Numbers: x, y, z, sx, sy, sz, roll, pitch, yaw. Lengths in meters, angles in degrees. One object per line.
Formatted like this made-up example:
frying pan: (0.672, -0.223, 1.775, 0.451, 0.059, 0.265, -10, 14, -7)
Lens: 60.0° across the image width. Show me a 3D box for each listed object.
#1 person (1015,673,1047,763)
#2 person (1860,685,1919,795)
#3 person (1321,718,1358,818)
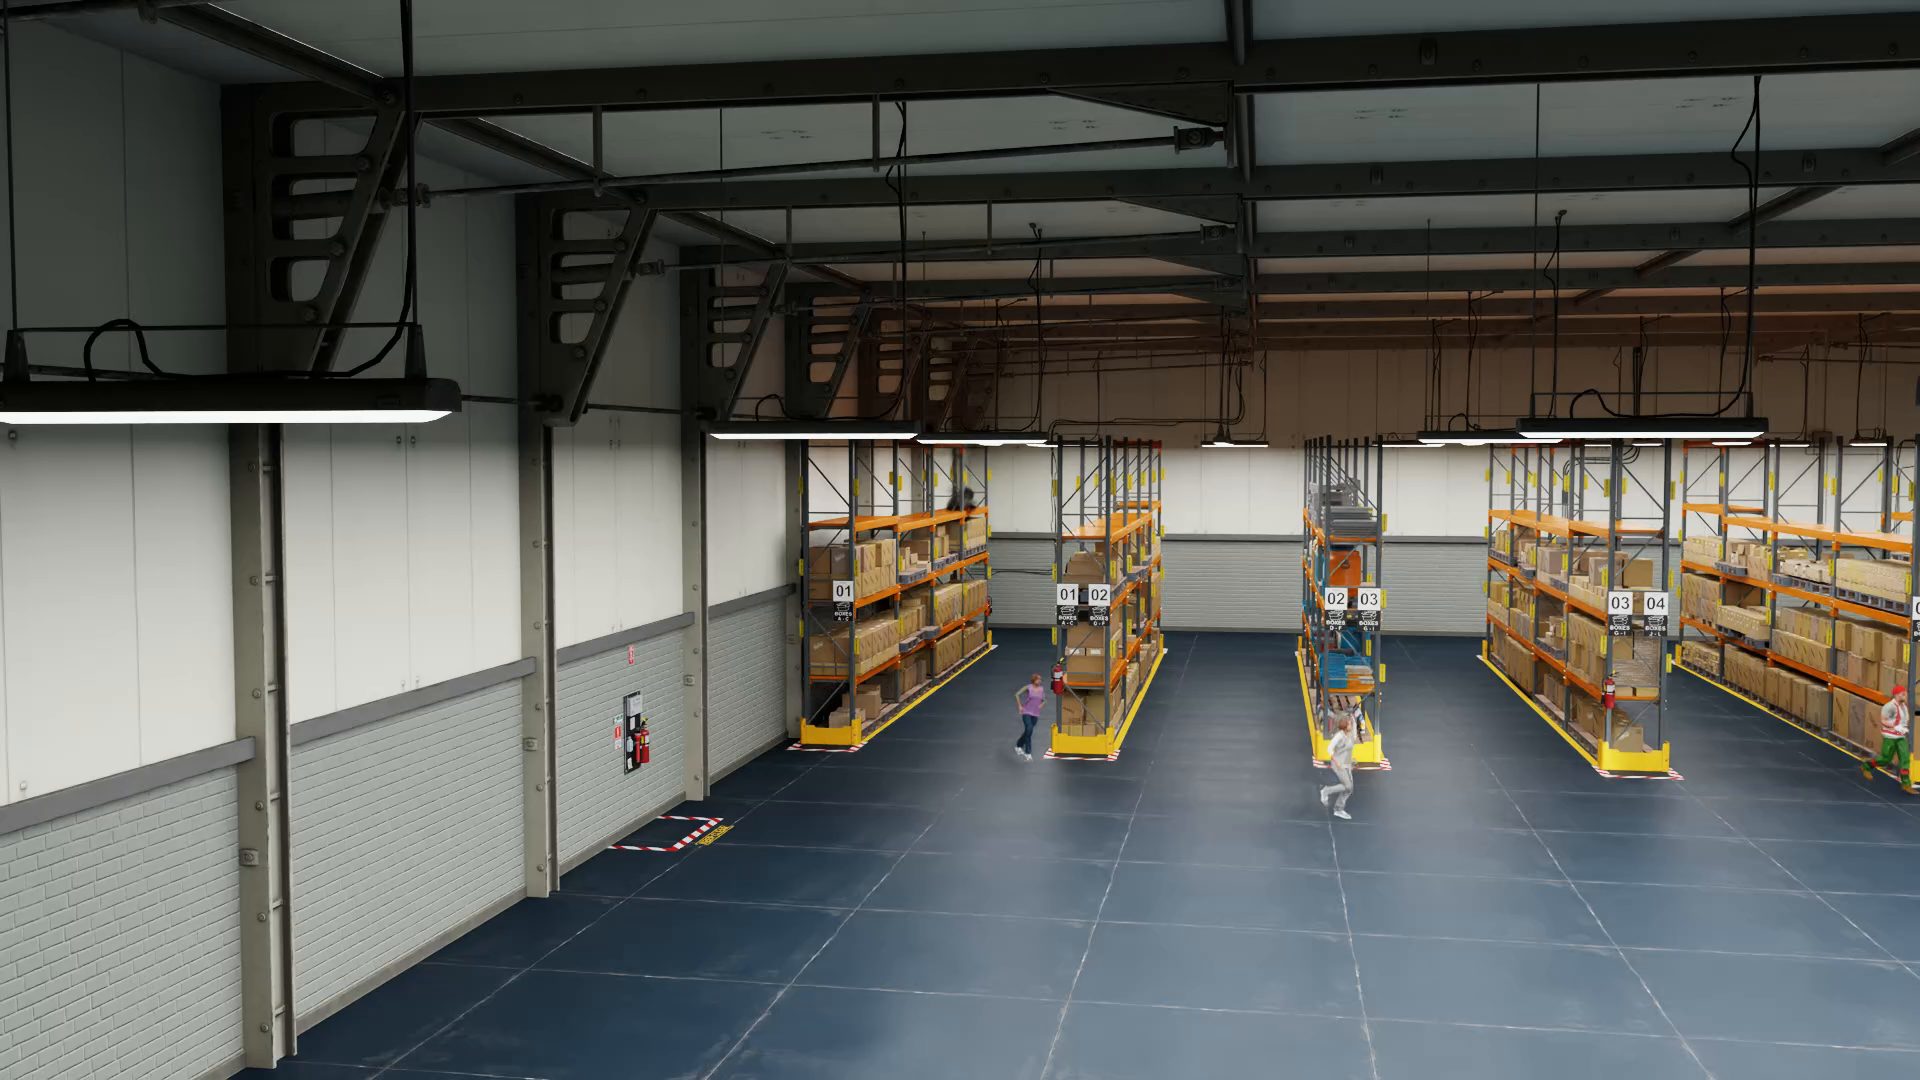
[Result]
person: (1.334, 3.268, 30.865, 0.551, 1.606, 0.785, -2, 3, -28)
person: (15.670, 3.318, 27.956, 0.685, 1.771, 1.035, -2, 4, -30)
person: (5.930, 3.547, 26.012, 0.535, 1.561, 0.555, 2, 4, 36)
